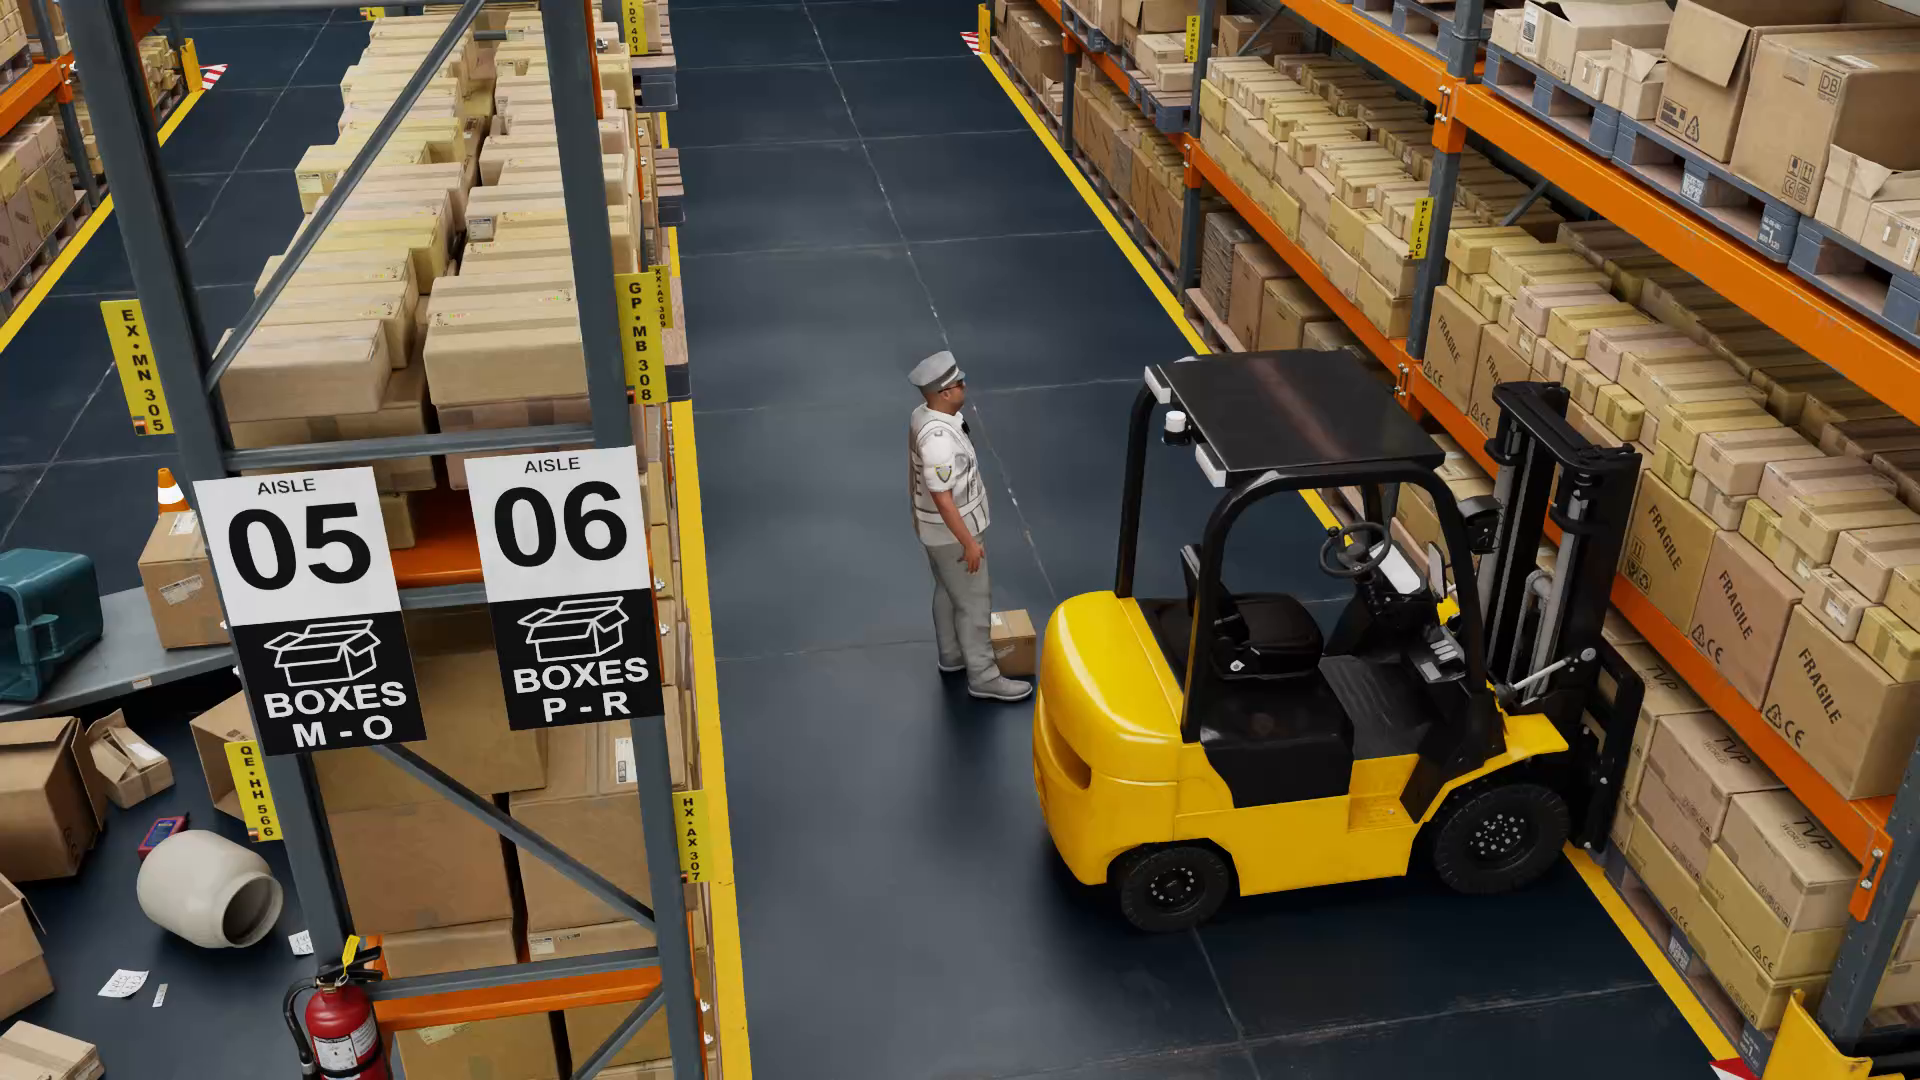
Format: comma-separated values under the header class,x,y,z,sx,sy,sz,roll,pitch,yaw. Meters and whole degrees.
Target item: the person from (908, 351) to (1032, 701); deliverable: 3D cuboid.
class,x,y,z,sx,sy,sz,roll,pitch,yaw
person,0.041,-0.089,8.234,0.573,1.782,0.642,-5,31,-9
